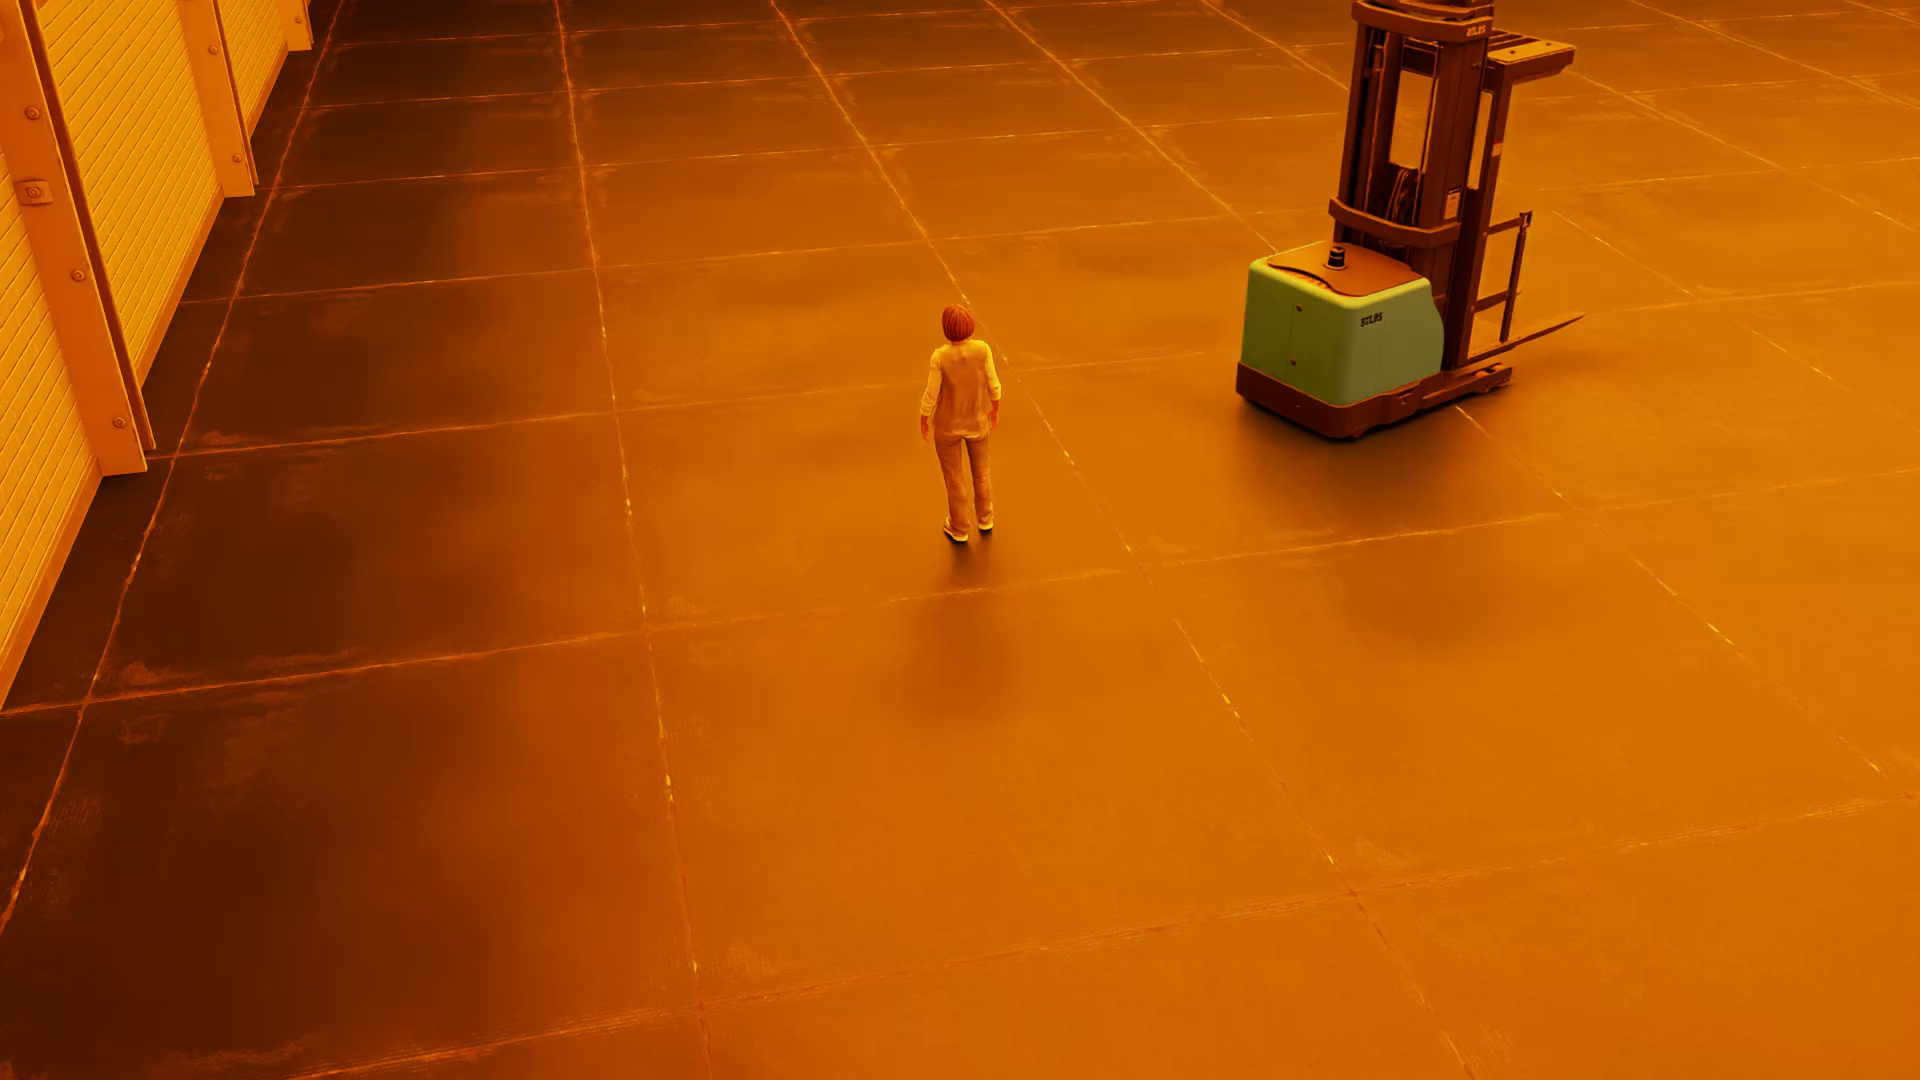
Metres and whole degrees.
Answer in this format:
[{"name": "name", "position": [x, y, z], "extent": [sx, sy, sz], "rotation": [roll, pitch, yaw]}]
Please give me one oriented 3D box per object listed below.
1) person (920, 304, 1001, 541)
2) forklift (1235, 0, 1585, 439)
[{"name": "person", "position": [-0.003, -0.735, 10.161], "extent": [0.520, 1.597, 0.475], "rotation": [-7, 31, -12]}, {"name": "forklift", "position": [3.522, -2.552, 11.983], "extent": [3.031, 2.935, 1.130], "rotation": [-20, 36, -31]}]
